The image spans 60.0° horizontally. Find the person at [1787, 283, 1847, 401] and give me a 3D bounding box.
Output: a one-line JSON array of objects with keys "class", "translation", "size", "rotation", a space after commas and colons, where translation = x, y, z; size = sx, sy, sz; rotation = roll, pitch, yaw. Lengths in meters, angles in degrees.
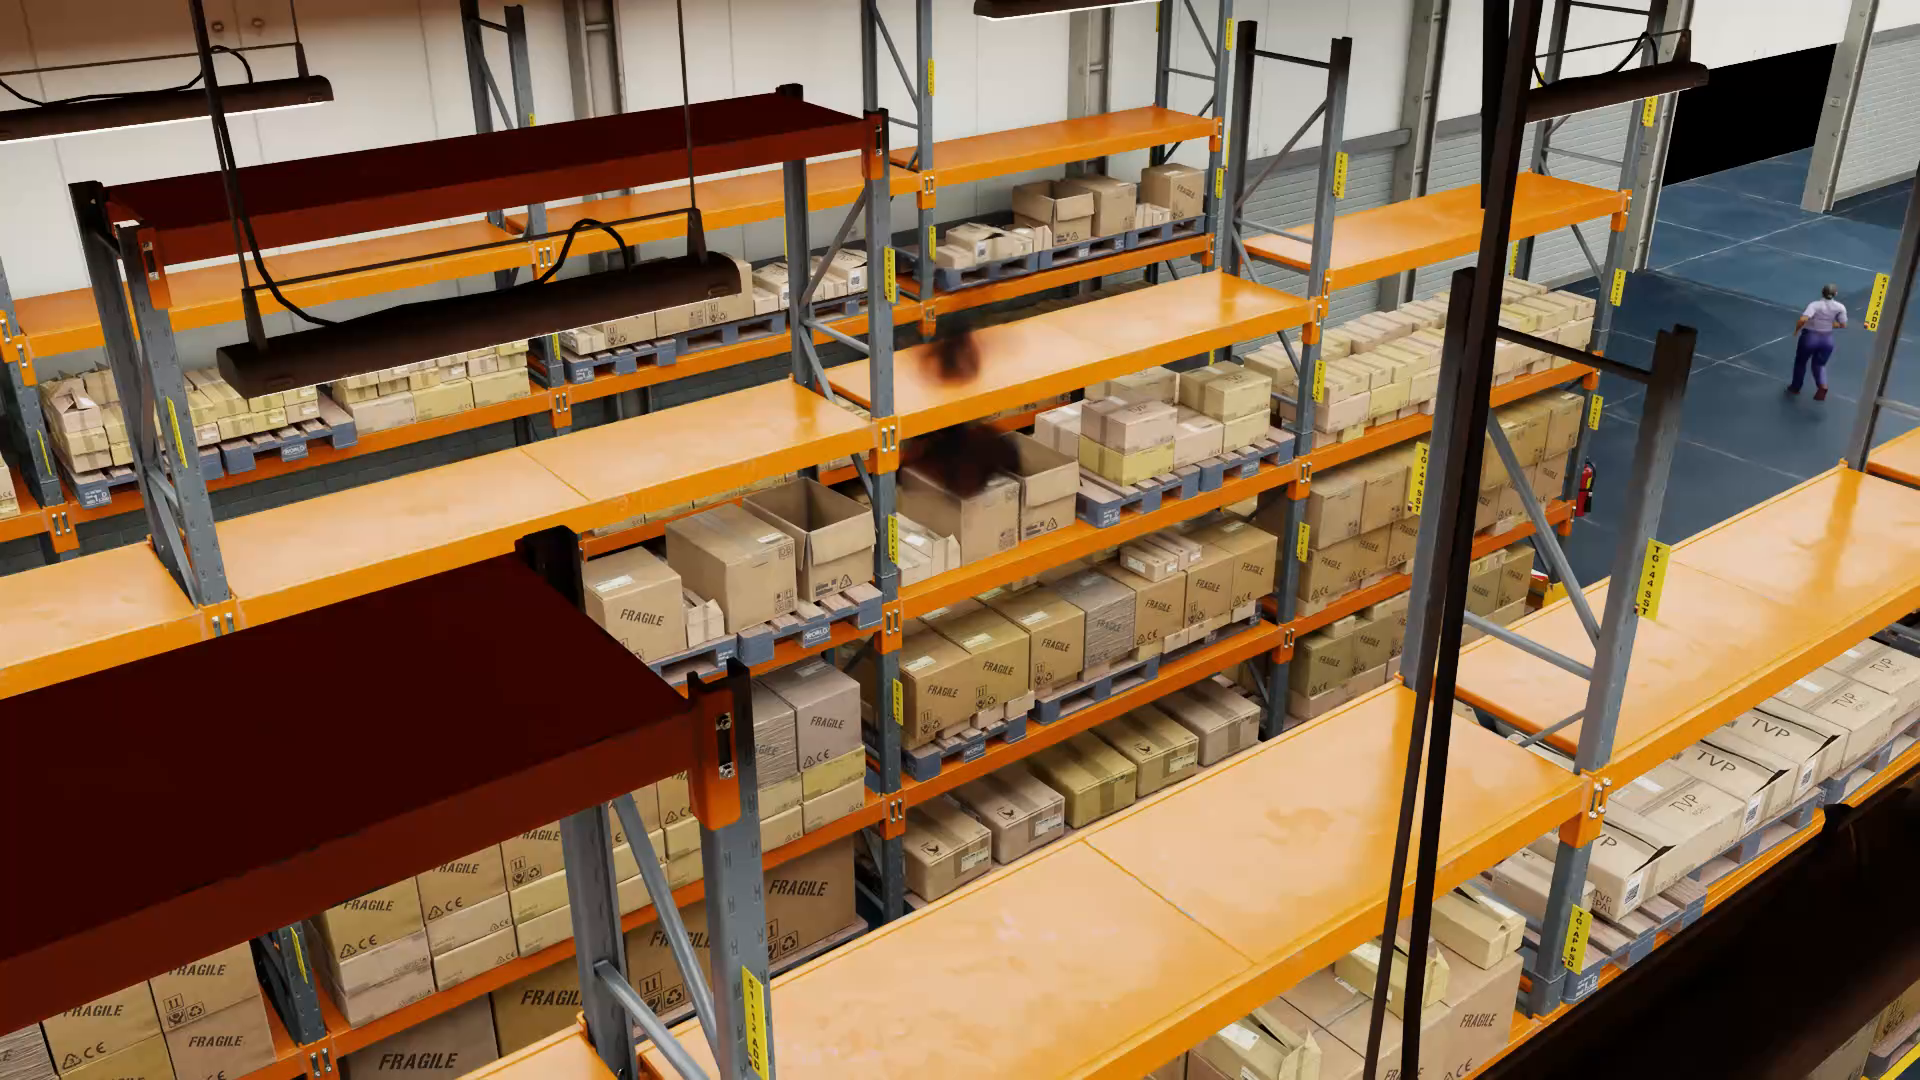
[{"class": "person", "translation": [11.053, -2.549, 21.496], "size": [0.621, 1.598, 0.932], "rotation": [5, 27, 10]}]
